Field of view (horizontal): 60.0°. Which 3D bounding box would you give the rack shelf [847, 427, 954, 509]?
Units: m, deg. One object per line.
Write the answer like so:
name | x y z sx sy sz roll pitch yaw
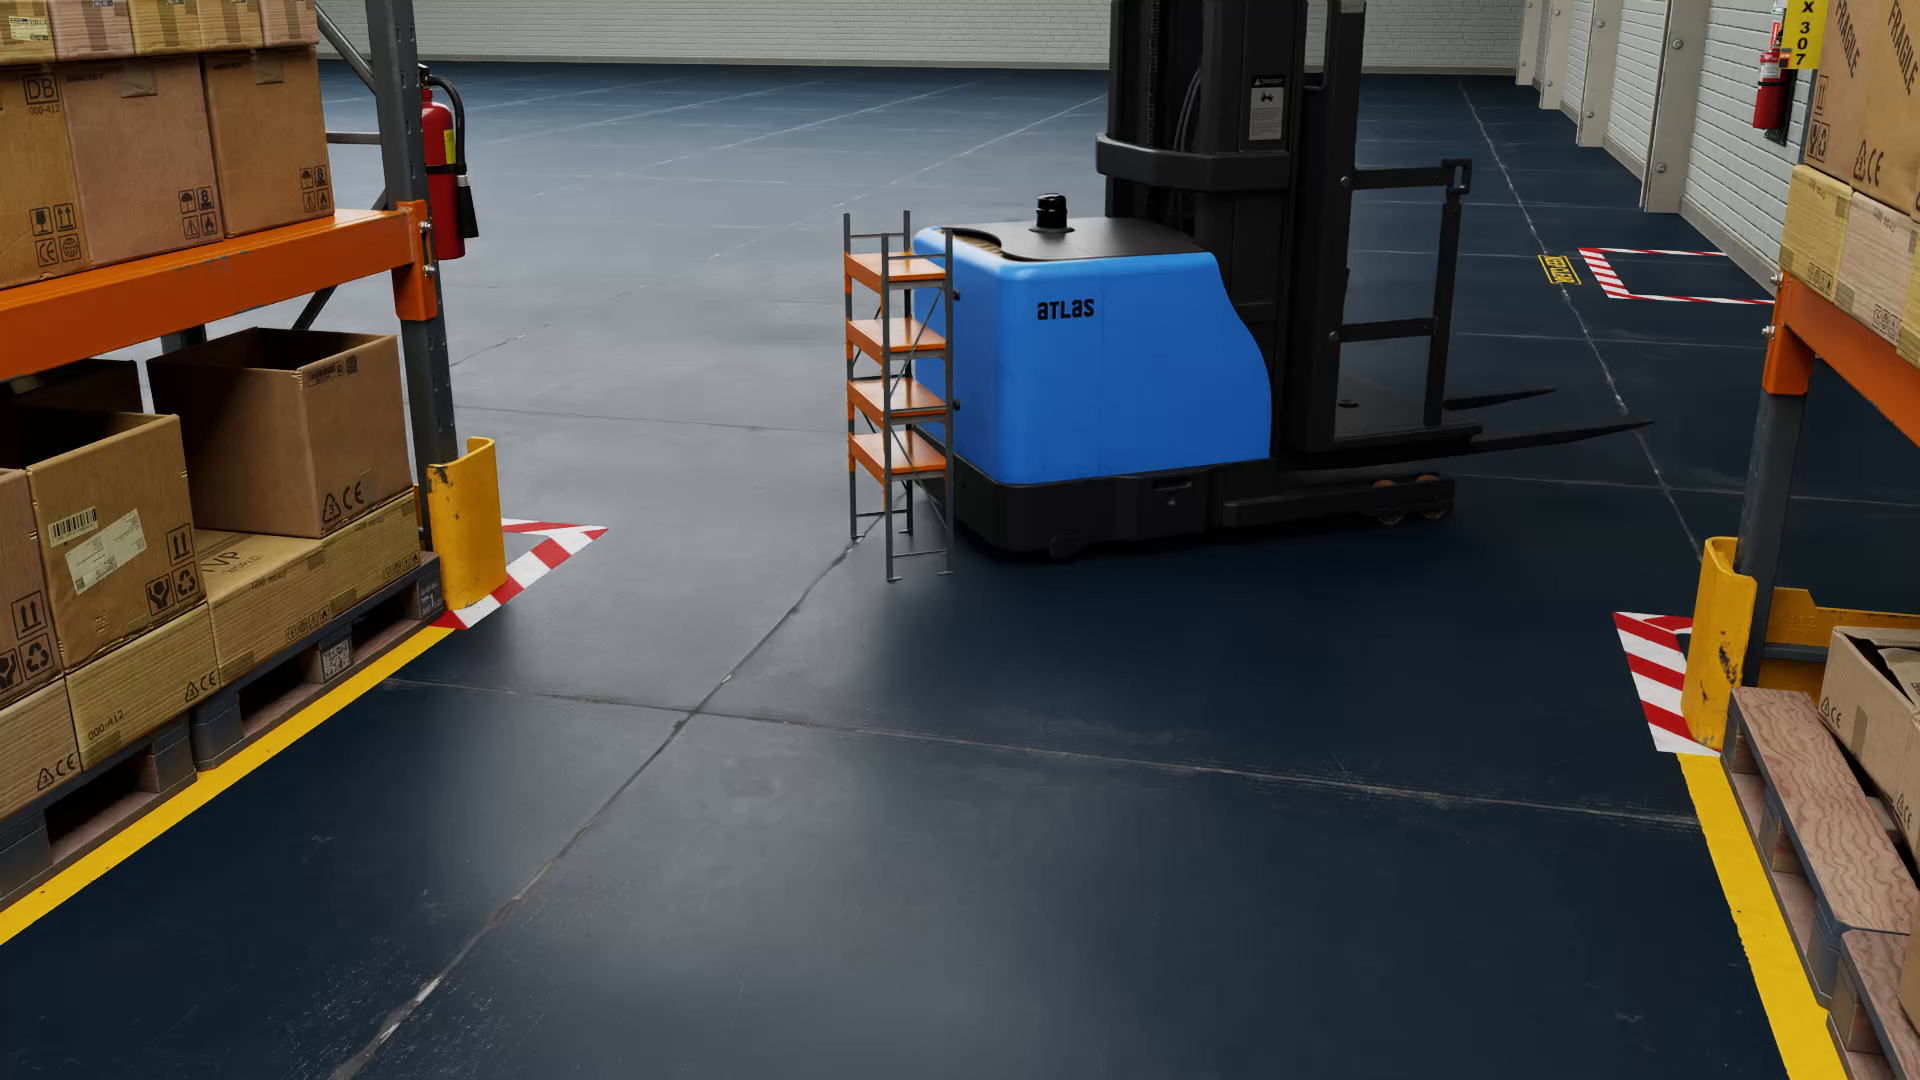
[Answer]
rack shelf | -0.217 -0.262 5.922 0.258 0.148 0.480 -6 20 -17

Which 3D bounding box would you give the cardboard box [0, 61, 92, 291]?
cardboard box | -2.549 -0.856 3.898 0.700 0.500 0.500 5 19 14

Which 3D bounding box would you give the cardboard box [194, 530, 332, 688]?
cardboard box | -2.127 0.177 4.632 0.500 0.250 0.500 5 19 13

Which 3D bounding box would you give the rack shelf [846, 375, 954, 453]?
rack shelf | -0.217 -0.450 5.858 0.258 0.148 0.480 -6 20 -17

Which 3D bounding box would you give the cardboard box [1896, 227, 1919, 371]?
cardboard box | 1.962 -0.372 2.836 0.500 0.250 0.500 4 19 13

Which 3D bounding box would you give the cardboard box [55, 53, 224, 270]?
cardboard box | -2.422 -1.011 4.352 0.700 0.500 0.500 5 20 15

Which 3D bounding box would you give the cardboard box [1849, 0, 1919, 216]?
cardboard box | 2.094 -0.897 3.215 0.500 0.500 0.500 5 19 14

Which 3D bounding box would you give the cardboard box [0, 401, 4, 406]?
cardboard box | -2.749 -0.061 4.171 0.500 0.500 0.500 5 19 13

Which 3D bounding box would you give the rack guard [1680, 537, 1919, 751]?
rack guard | 2.614 0.323 4.469 1.175 0.500 0.348 5 19 13

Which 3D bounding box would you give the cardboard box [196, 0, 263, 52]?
cardboard box | -2.143 -1.411 4.521 0.380 0.149 0.250 5 20 15

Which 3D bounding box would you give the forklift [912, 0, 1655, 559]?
forklift | 1.377 -1.600 6.338 3.031 2.935 1.130 -7 20 -20

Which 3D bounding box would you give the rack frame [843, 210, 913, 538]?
rack frame | -0.293 -0.589 6.055 0.240 1.200 0.015 -6 20 -17

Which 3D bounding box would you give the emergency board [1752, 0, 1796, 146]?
emergency board | 5.407 -3.248 11.057 0.194 1.169 0.643 5 19 13

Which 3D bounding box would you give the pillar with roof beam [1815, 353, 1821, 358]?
pillar with roof beam | 0.592 -5.656 8.824 9.100 9.000 0.400 5 19 13

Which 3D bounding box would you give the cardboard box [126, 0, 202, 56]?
cardboard box | -2.205 -1.331 4.286 0.380 0.149 0.250 4 19 13

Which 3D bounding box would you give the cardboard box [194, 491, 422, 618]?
cardboard box | -2.016 0.020 5.093 0.500 0.250 0.500 5 19 13

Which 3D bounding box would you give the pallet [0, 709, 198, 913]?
pallet | -2.618 0.670 3.900 1.003 0.211 1.213 5 19 13

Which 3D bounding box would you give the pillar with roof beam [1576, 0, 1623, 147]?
pillar with roof beam | 3.524 -9.417 19.836 9.100 9.000 0.400 5 19 13

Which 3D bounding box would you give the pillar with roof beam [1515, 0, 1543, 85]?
pillar with roof beam | 6.456 -13.178 30.848 9.100 9.000 0.400 5 19 13

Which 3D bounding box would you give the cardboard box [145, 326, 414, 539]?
cardboard box | -2.014 -0.335 4.971 0.500 0.500 0.500 5 19 13

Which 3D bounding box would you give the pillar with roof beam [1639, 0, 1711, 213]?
pillar with roof beam | 2.058 -7.536 14.330 9.100 9.000 0.400 5 19 13

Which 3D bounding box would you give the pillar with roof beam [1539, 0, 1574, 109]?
pillar with roof beam | 4.990 -11.298 25.342 9.100 9.000 0.400 5 19 13

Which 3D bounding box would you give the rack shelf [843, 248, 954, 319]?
rack shelf | -0.217 -0.886 5.709 0.258 0.148 0.480 -6 20 -17

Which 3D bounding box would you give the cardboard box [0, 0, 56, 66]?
cardboard box | -2.333 -1.170 3.815 0.380 0.149 0.250 5 20 15

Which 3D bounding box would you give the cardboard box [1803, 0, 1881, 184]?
cardboard box | 2.225 -1.051 3.666 0.500 0.500 0.500 5 19 13

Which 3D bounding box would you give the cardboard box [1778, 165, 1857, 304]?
cardboard box | 2.206 -0.695 3.782 0.500 0.250 0.500 4 19 12

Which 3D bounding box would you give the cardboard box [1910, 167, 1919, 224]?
cardboard box | 1.962 -0.736 2.742 0.500 0.500 0.500 4 19 12

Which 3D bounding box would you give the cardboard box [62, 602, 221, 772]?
cardboard box | -2.247 0.334 4.172 0.500 0.250 0.500 5 19 13

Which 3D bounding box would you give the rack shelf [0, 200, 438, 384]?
rack shelf | -2.661 -0.307 3.558 1.077 0.370 4.000 5 19 13

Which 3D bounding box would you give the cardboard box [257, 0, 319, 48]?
cardboard box | -2.080 -1.494 4.761 0.380 0.149 0.250 4 19 12

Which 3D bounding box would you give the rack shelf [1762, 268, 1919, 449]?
rack shelf | 2.144 0.083 2.416 1.077 0.370 4.000 5 19 13

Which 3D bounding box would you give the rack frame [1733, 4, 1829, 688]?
rack frame | 2.633 -0.884 4.135 1.000 3.000 0.127 5 19 13

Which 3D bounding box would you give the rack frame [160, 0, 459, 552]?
rack frame | -2.172 -1.274 5.277 1.000 3.000 0.127 5 19 13

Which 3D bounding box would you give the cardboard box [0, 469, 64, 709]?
cardboard box | -2.368 0.136 3.592 0.500 0.500 0.500 5 19 13

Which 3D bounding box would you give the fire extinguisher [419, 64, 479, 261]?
fire extinguisher | -1.693 -1.238 5.291 0.296 0.674 0.183 5 19 13

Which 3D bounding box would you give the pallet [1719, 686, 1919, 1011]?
pallet | 2.381 0.711 3.779 1.003 0.211 1.213 5 19 13

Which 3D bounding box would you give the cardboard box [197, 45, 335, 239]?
cardboard box | -2.298 -1.176 4.835 0.700 0.500 0.500 5 19 13

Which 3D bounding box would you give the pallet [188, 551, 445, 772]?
pallet | -2.318 0.288 5.016 1.003 0.211 1.213 5 19 13

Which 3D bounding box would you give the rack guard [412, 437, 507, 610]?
rack guard | -2.166 -0.099 5.703 1.175 0.500 0.348 5 19 13

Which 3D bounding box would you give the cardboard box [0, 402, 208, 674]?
cardboard box | -2.244 -0.020 4.050 0.500 0.500 0.500 5 19 13

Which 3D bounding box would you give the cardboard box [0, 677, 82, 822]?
cardboard box | -2.371 0.491 3.714 0.500 0.250 0.500 5 19 13

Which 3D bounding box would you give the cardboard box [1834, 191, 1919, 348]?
cardboard box | 2.092 -0.531 3.302 0.500 0.250 0.500 4 19 12

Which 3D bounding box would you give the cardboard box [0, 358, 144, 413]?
cardboard box | -2.639 -0.219 4.632 0.500 0.500 0.500 5 19 13

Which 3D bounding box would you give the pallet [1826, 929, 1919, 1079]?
pallet | 2.081 1.092 2.663 1.003 0.211 1.213 5 19 13

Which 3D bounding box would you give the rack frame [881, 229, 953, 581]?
rack frame | -0.140 -0.439 5.617 0.240 1.200 0.015 -6 20 -17

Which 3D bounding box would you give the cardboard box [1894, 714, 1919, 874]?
cardboard box | 2.237 0.569 3.361 0.500 0.311 0.500 6 20 18

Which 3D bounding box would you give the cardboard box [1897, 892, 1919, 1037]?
cardboard box | 2.009 0.705 2.669 0.700 0.500 0.500 3 19 10

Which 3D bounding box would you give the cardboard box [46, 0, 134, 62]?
cardboard box | -2.269 -1.253 4.056 0.380 0.149 0.250 5 19 14

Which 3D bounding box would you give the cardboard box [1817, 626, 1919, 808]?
cardboard box | 2.376 0.390 3.884 0.500 0.311 0.500 2 19 7

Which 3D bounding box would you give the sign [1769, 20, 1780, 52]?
sign | 5.642 -3.430 11.535 0.001 0.329 0.234 5 19 13

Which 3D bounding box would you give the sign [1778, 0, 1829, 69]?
sign | 2.106 -1.336 4.120 0.100 0.325 0.005 5 19 13

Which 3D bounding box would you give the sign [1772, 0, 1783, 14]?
sign | 5.632 -3.681 11.447 0.001 0.109 0.331 5 19 13

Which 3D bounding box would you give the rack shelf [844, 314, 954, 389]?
rack shelf | -0.217 -0.662 5.785 0.258 0.148 0.480 -6 20 -17

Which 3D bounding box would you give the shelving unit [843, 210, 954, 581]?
shelving unit | -0.217 -0.514 5.836 0.258 1.200 0.503 -6 20 -17
